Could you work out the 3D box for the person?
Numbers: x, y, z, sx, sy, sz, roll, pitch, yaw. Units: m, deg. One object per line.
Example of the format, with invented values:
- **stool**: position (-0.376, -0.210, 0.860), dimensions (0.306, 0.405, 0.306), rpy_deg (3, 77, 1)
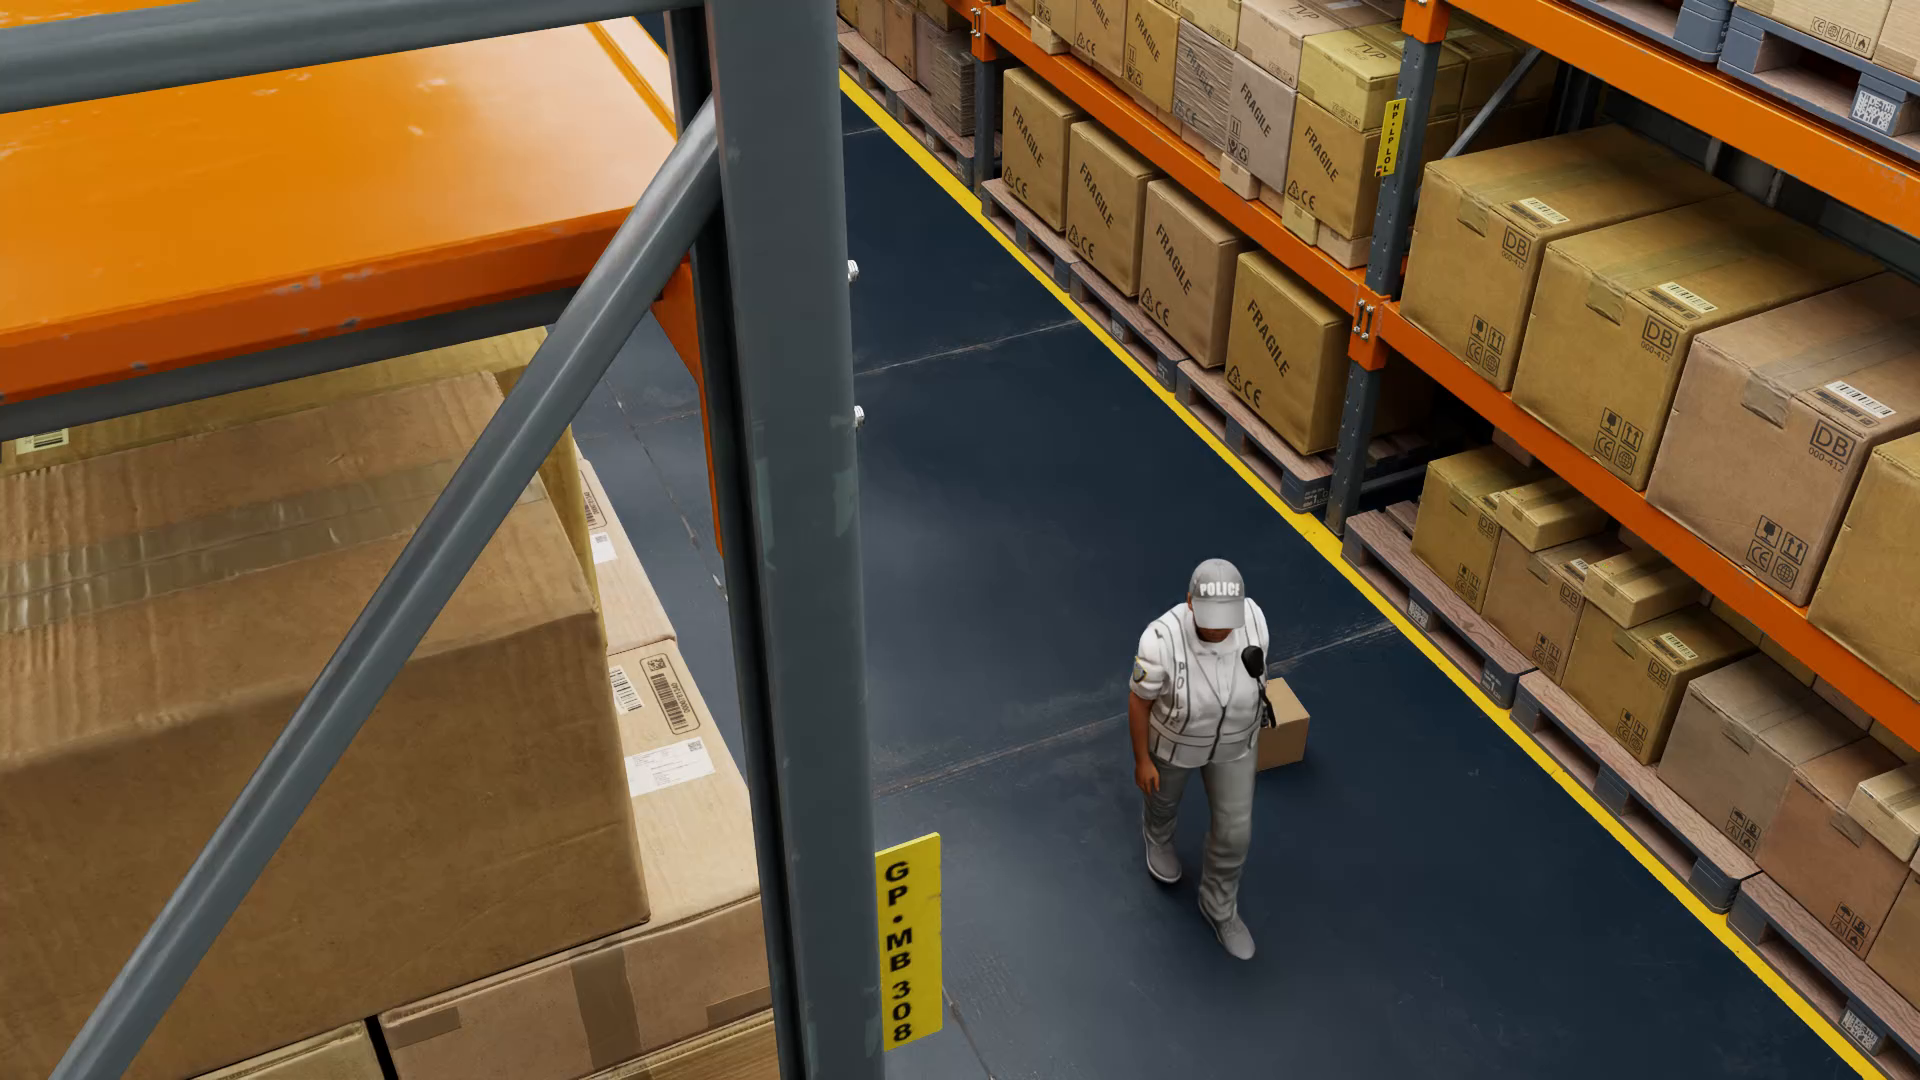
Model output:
- **person**: position (0.809, 0.697, 5.773), dimensions (0.507, 1.695, 0.652), rpy_deg (-4, 38, -5)
